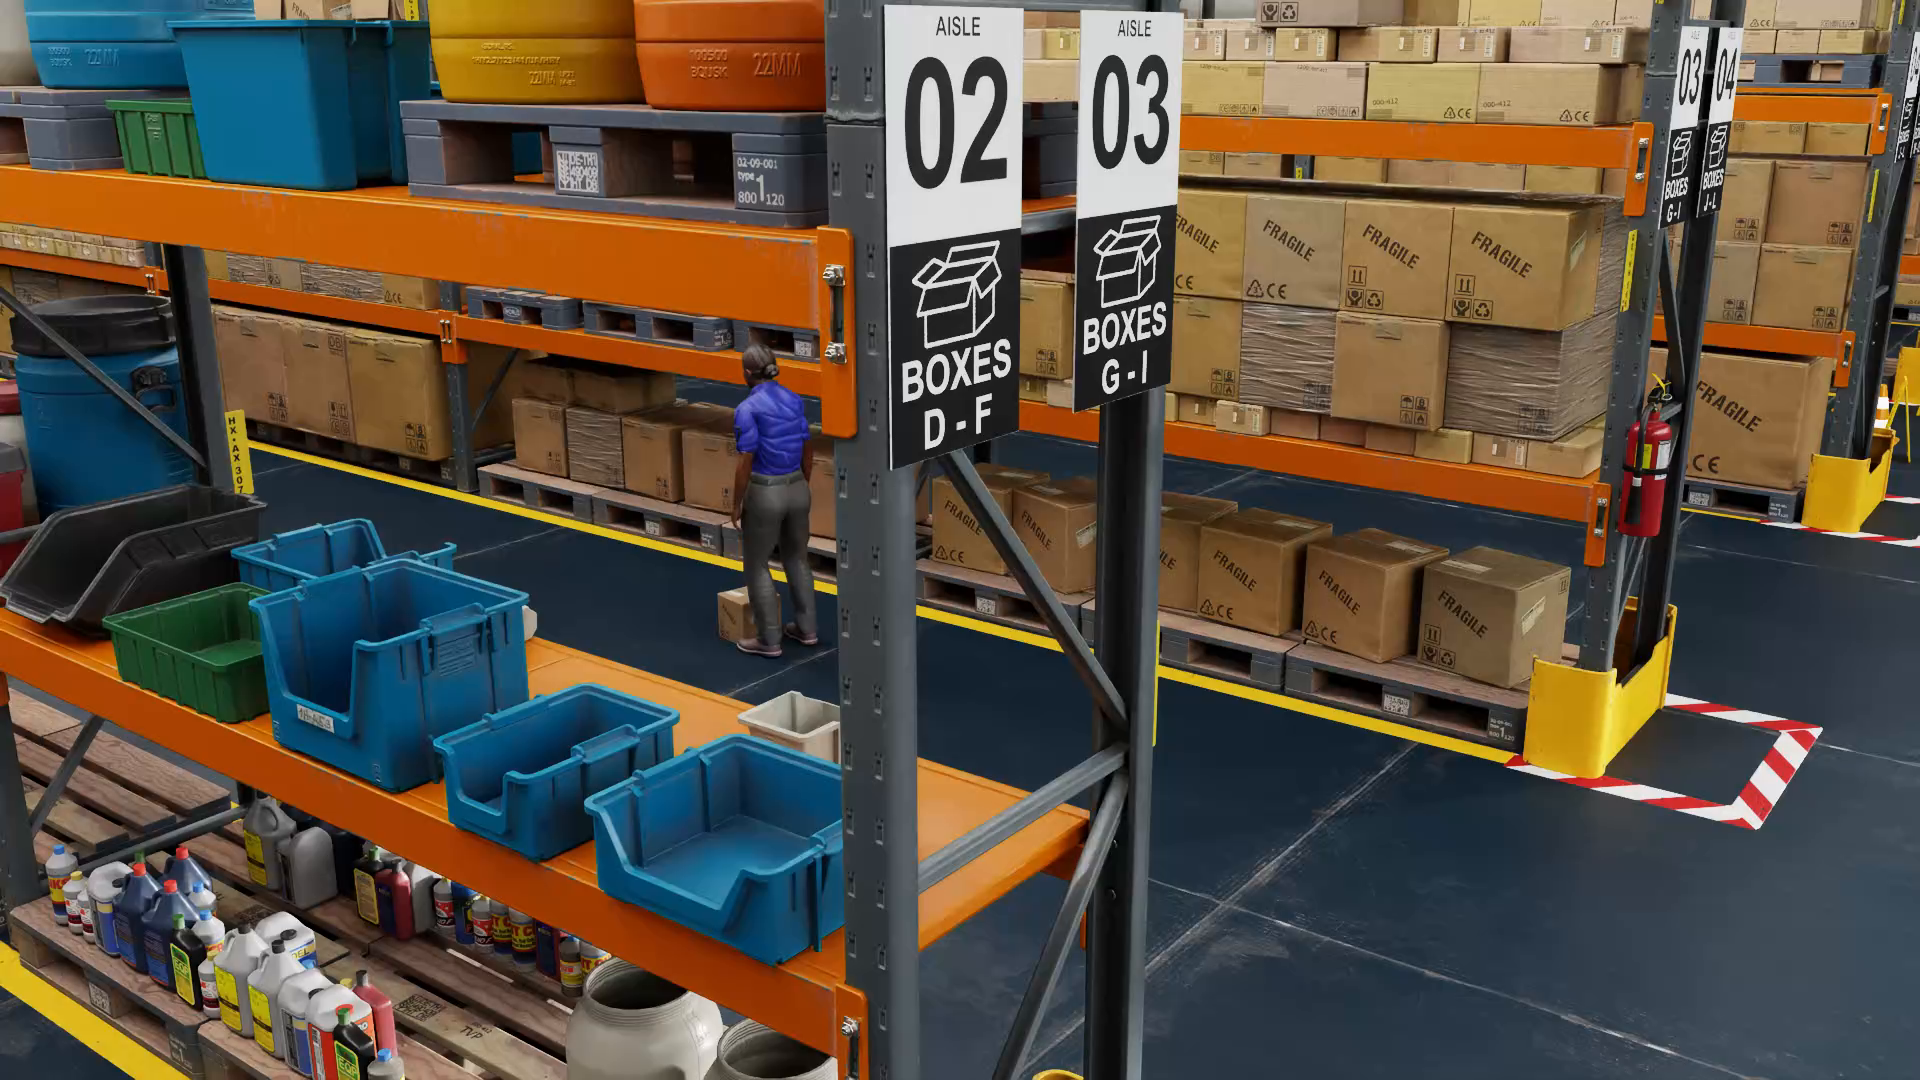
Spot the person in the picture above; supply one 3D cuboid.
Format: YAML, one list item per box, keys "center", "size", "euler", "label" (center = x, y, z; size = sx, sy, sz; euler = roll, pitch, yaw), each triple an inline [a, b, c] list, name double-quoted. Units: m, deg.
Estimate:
- center: [-0.980, -0.211, 8.752]
  size: [0.506, 1.655, 0.346]
  euler: [-15, 22, -41]
  label: "person"
